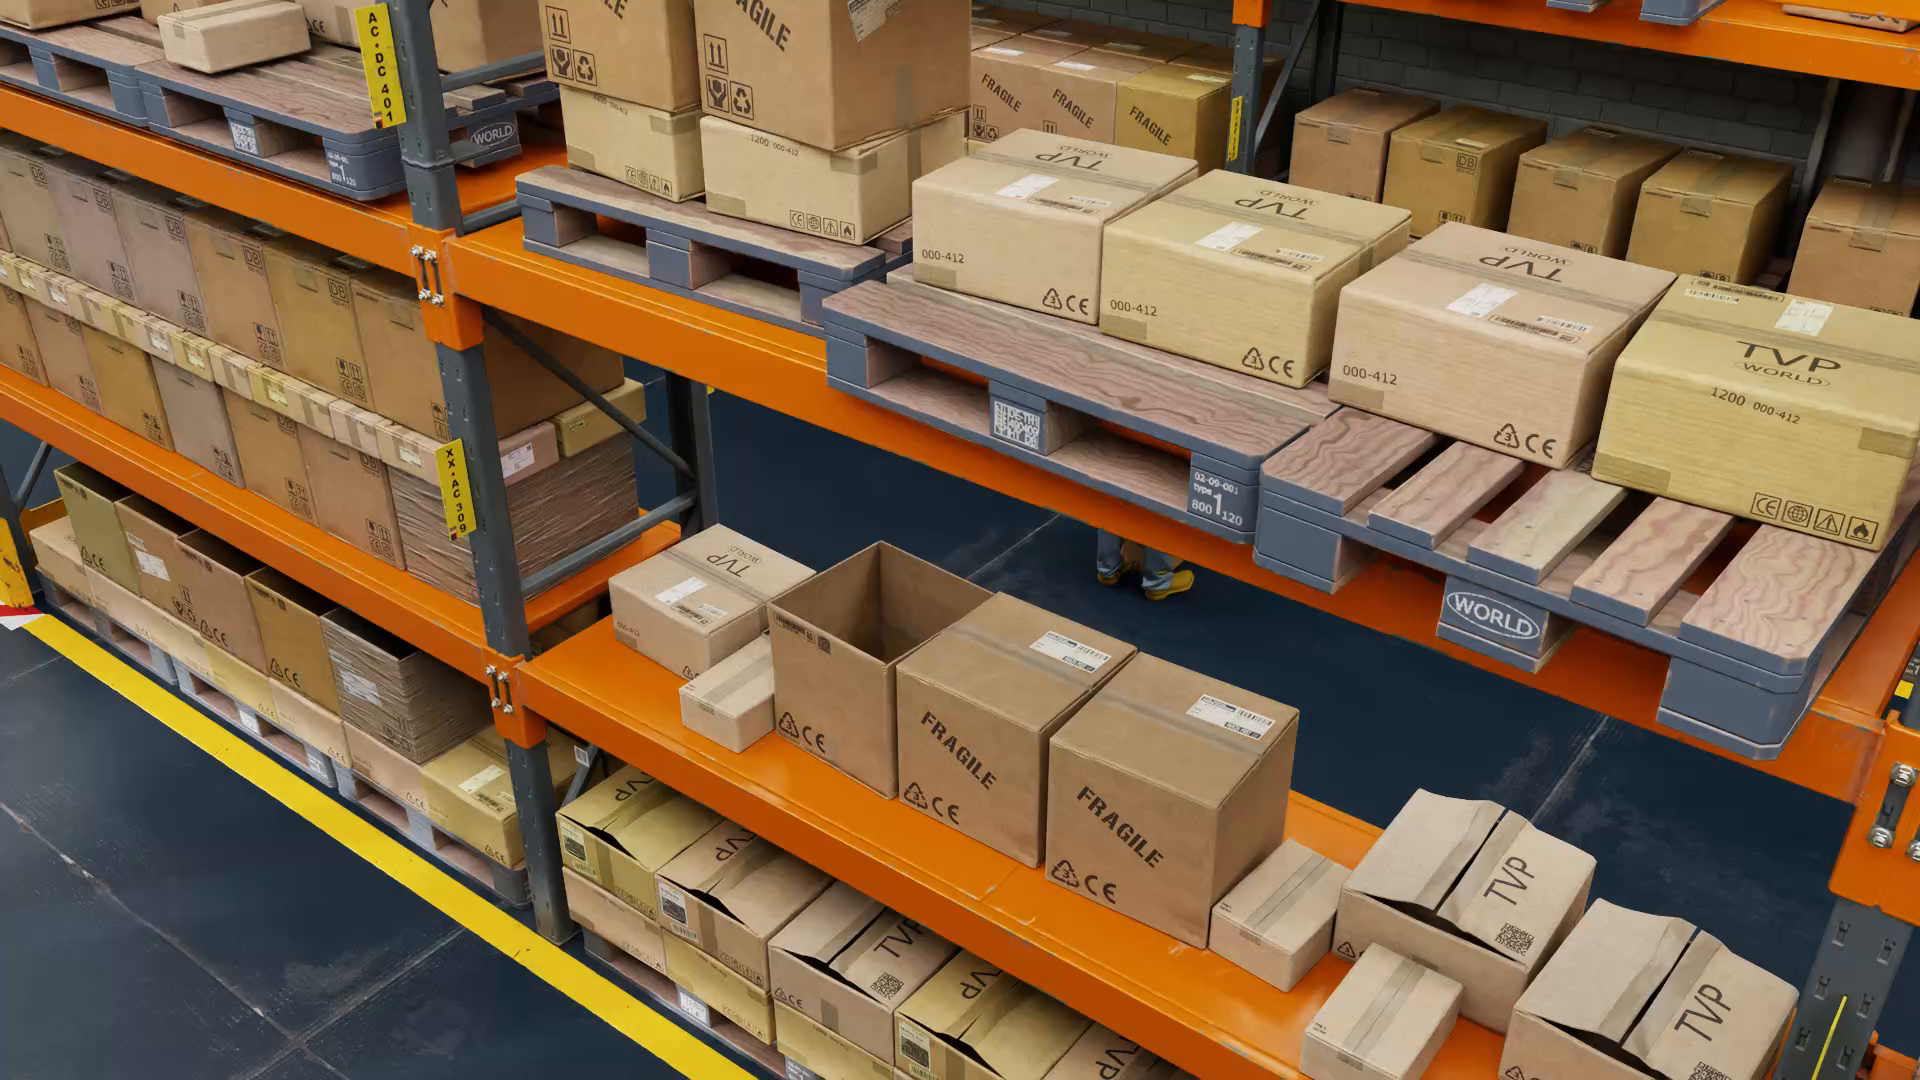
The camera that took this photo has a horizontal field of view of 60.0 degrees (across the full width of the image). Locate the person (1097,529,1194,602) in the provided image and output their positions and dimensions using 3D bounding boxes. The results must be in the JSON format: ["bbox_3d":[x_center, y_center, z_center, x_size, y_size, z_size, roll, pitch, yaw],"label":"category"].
[{"bbox_3d":[0.876,-0.550,8.041,0.629,1.759,0.460,19,36,29],"label":"person"}]
